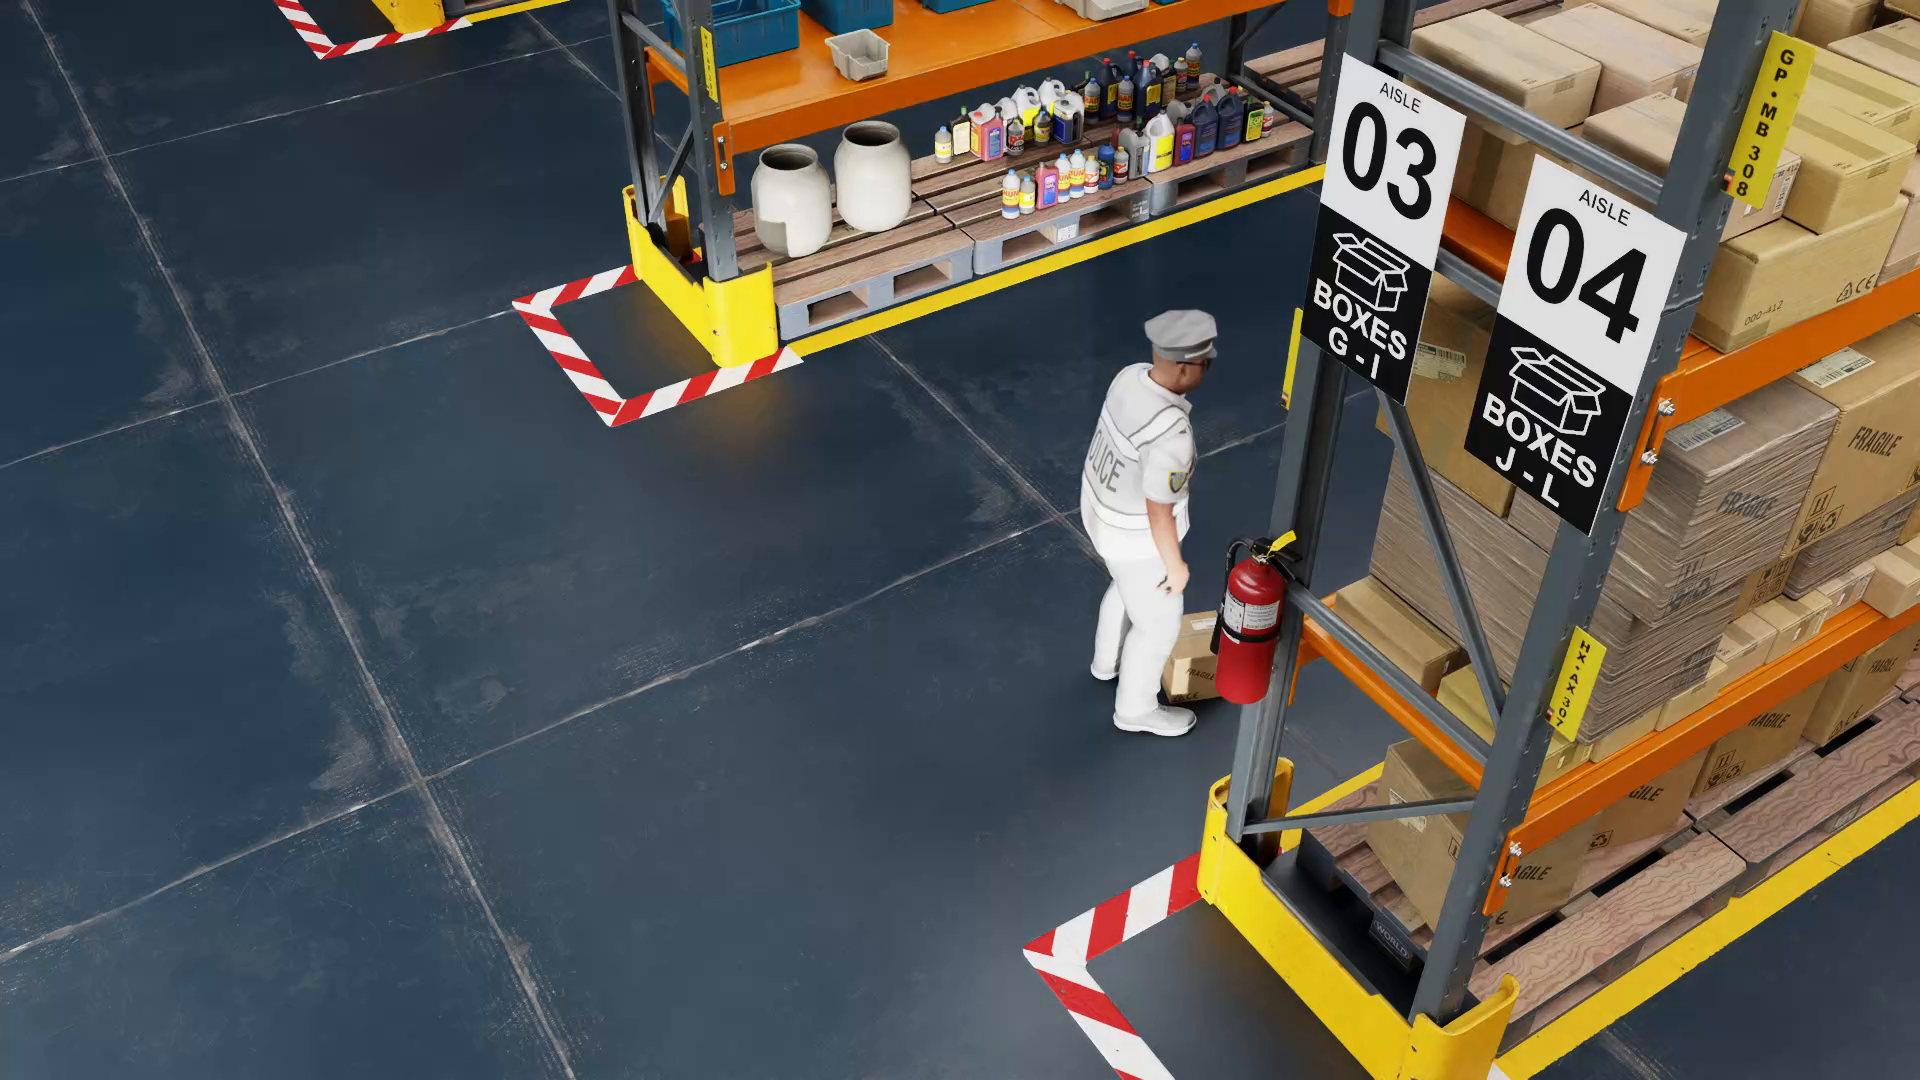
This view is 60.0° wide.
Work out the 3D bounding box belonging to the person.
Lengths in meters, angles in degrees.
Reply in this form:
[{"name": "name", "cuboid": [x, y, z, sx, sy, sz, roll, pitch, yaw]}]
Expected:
[{"name": "person", "cuboid": [0.683, -0.056, 6.217, 0.435, 1.748, 0.590, -8, 41, -9]}]
